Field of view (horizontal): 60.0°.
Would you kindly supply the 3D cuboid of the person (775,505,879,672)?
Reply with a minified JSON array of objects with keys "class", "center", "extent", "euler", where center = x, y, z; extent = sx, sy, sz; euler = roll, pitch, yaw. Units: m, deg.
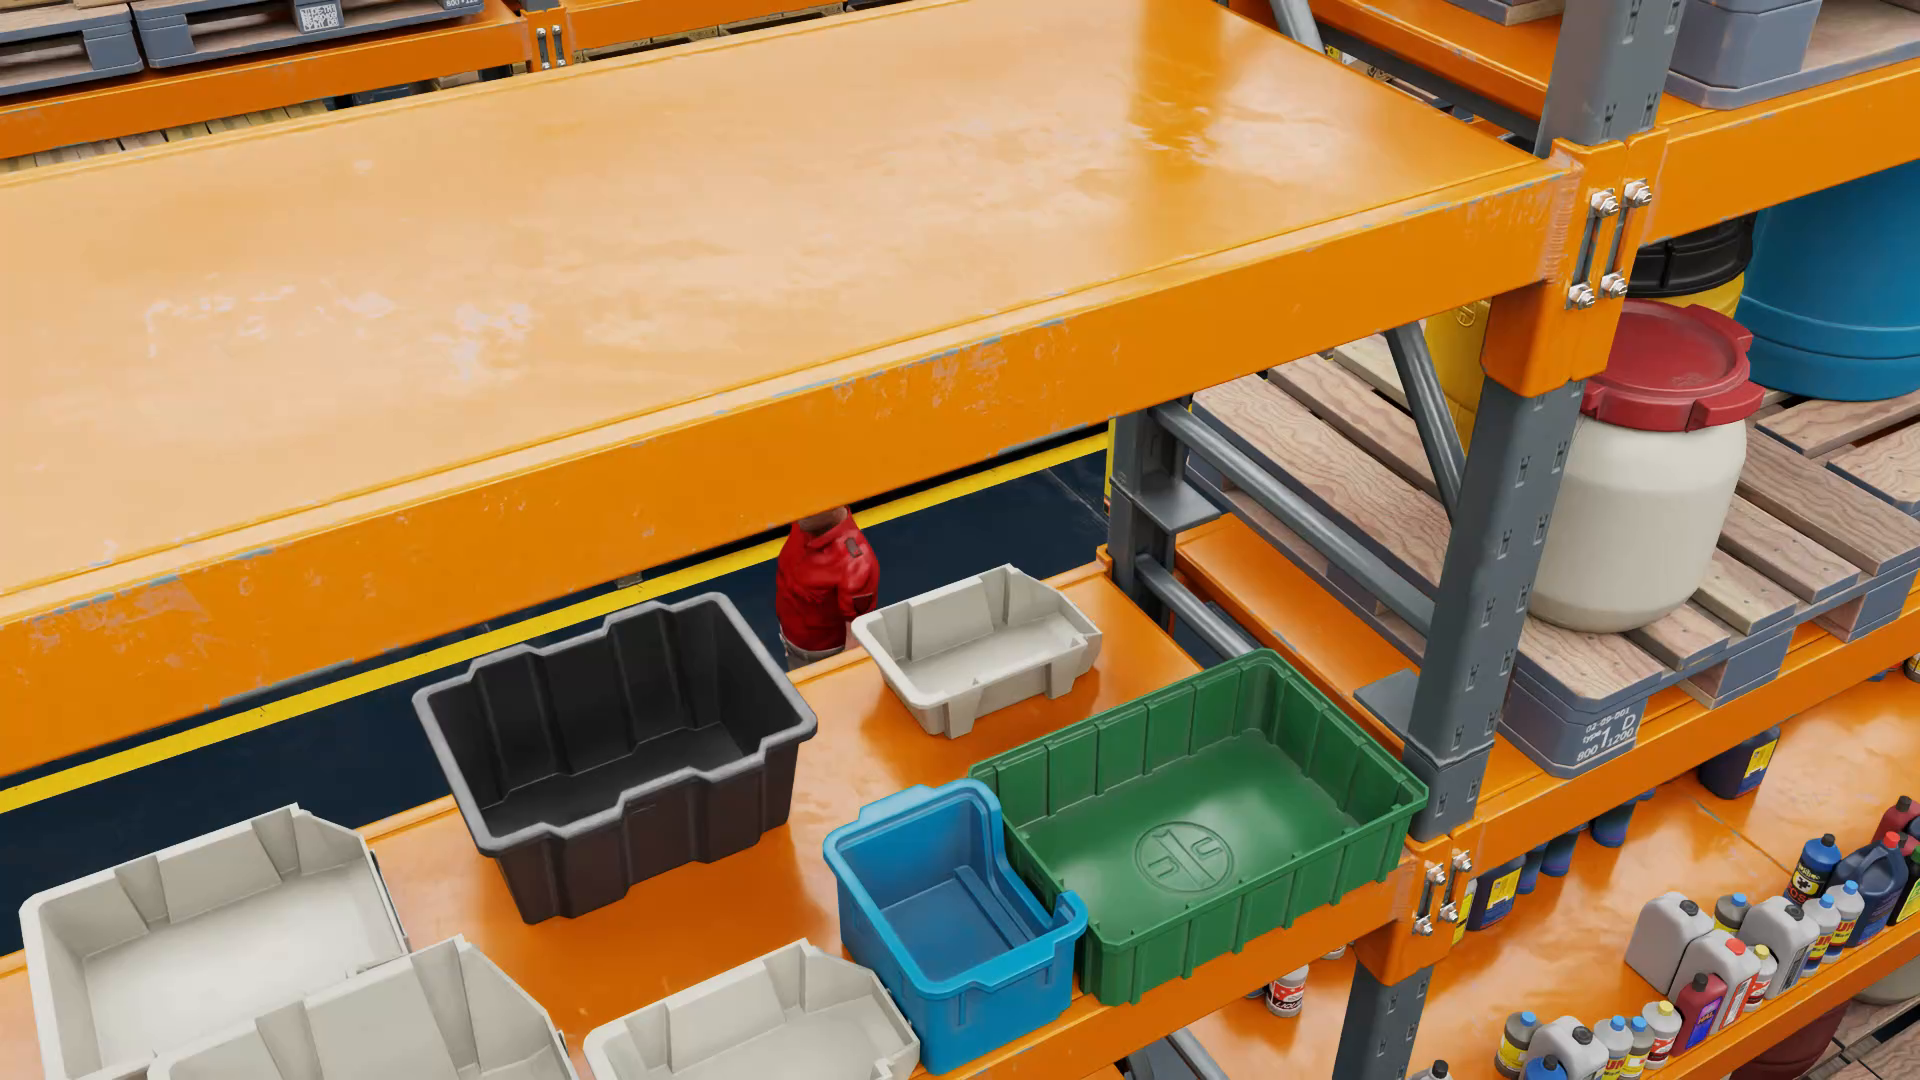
[{"class":"person","center":[-0.499,0.449,6.352],"extent":[0.353,1.744,0.530],"euler":[-18,40,-22]}]
